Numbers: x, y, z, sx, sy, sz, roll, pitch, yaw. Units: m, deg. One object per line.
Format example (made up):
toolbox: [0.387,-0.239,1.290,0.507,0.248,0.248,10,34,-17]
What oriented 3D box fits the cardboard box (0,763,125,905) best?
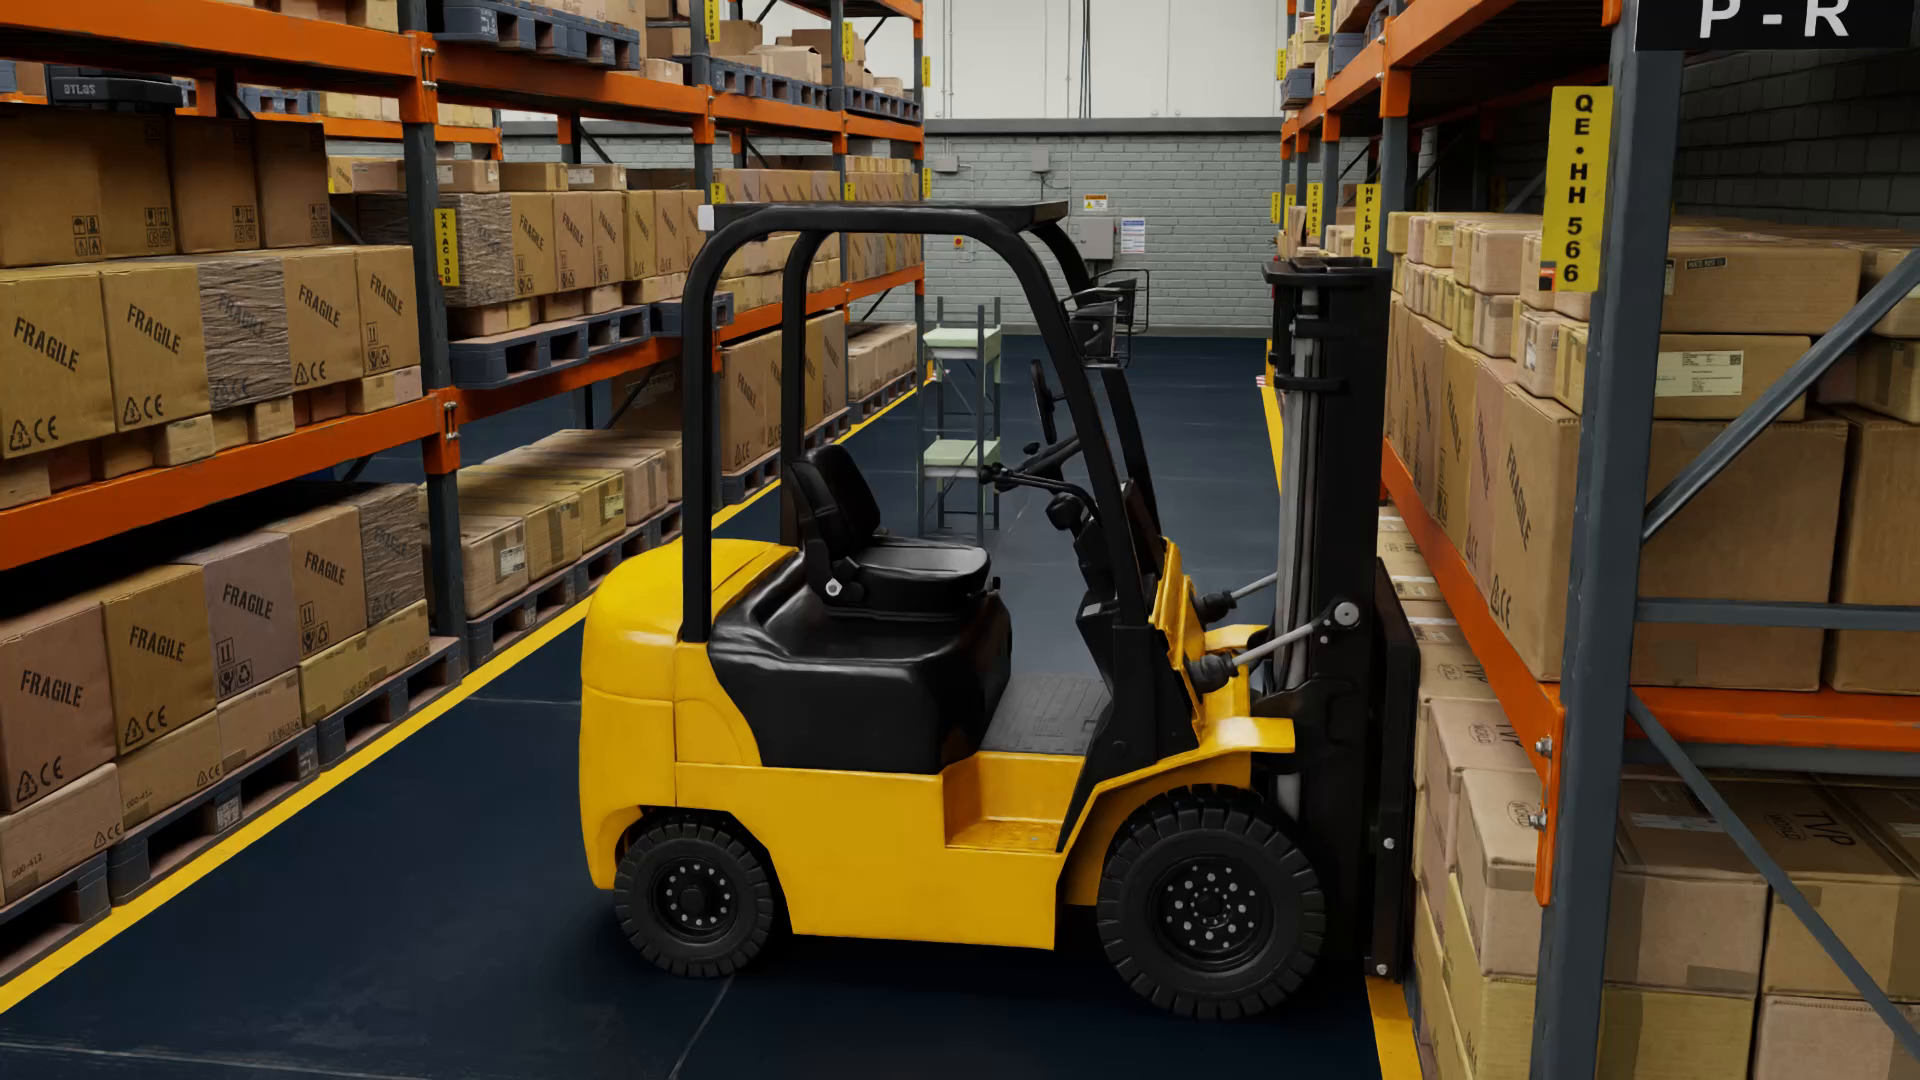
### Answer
cardboard box: [-2.889,0.850,4.959,0.500,0.250,0.500,2,12,11]

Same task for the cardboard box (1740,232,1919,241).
cardboard box: [1.948,-0.598,3.665,0.380,0.149,0.250,2,12,9]

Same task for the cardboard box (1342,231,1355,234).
cardboard box: [2.235,-1.569,8.878,0.380,0.149,0.250,2,12,10]

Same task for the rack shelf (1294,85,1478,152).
rack shelf: [3.071,-3.060,12.160,1.077,0.370,4.000,2,12,9]

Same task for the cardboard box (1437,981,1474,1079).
cardboard box: [1.293,1.167,3.488,0.500,0.250,0.500,2,12,9]

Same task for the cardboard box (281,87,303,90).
cardboard box: [-6.122,-4.391,15.797,0.500,0.250,0.500,2,12,11]

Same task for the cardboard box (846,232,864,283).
cardboard box: [-1.196,-2.660,15.478,0.500,0.500,0.500,2,12,11]

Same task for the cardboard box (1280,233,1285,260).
cardboard box: [3.505,-2.970,16.806,0.500,0.250,0.500,2,12,8]

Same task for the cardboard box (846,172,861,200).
cardboard box: [-1.214,-3.151,15.383,0.500,0.500,0.500,2,12,9]

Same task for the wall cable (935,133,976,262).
wall cable: [-0.068,-5.041,24.278,0.585,1.953,0.123,2,12,9]

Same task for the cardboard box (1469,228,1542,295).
cardboard box: [1.443,-0.671,4.006,0.380,0.149,0.250,2,12,10]

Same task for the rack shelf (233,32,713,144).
rack shelf: [-2.450,-2.387,9.039,1.077,0.370,4.000,2,12,9]

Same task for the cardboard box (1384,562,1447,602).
cardboard box: [1.610,0.254,5.350,0.500,0.250,0.500,2,12,11]

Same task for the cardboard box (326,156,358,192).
cardboard box: [-6.123,-3.430,15.974,0.500,0.500,0.500,2,12,10]

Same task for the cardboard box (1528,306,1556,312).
cardboard box: [1.420,-0.417,3.532,0.380,0.149,0.250,2,12,10]

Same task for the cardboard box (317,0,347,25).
cardboard box: [-2.630,-2.075,6.477,0.380,0.149,0.250,2,12,9]

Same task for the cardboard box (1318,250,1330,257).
cardboard box: [2.429,-1.617,10.044,0.500,0.250,0.500,2,12,9]

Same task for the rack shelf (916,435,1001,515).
rack shelf: [-0.001,-0.413,10.398,0.431,0.370,0.720,2,12,9]

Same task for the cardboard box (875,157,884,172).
cardboard box: [-0.969,-3.750,16.625,0.380,0.149,0.250,2,12,9]

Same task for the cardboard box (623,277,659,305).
cardboard box: [-1.999,-1.474,9.812,0.380,0.149,0.250,2,12,10]

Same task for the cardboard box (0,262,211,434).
cardboard box: [-2.802,-0.628,5.343,0.500,0.500,0.500,2,12,7]

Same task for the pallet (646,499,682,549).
pallet: [-2.264,-0.163,10.750,1.003,0.211,1.213,2,12,9]

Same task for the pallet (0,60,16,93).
pallet: [-7.095,-3.067,10.932,1.213,0.211,1.003,2,12,11]

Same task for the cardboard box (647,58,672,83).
cardboard box: [-2.013,-2.908,10.344,0.380,0.149,0.250,2,12,9]

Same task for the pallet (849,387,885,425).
pallet: [-1.333,-1.314,16.091,1.003,0.211,1.213,2,12,9]

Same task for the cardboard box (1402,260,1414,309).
cardboard box: [1.677,-0.847,5.524,0.380,0.149,0.250,2,12,10]

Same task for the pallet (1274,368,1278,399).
pallet: [3.860,-1.649,17.646,1.003,0.211,1.213,2,12,9]

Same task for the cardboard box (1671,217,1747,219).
cardboard box: [2.314,-0.971,5.396,0.380,0.149,0.250,2,12,8]

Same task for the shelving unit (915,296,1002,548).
shelving unit: [-0.001,-0.732,10.329,0.431,1.500,0.755,2,12,9]

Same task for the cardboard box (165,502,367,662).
cardboard box: [-2.660,0.154,6.411,0.500,0.500,0.500,2,12,10]

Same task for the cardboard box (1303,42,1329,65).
cardboard box: [2.728,-3.589,12.271,0.380,0.149,0.250,2,12,10]

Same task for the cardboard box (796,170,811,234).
cardboard box: [-1.517,-2.745,13.502,0.500,0.500,0.500,2,12,10]

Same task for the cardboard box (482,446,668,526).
cardboard box: [-2.344,-0.339,10.186,0.950,0.372,0.625,2,12,8]

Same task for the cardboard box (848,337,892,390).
cardboard box: [-1.187,-1.788,16.756,0.875,0.438,0.875,2,12,7]

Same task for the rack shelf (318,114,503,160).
rack shelf: [-6.126,-4.192,17.413,1.077,0.370,4.000,2,12,9]

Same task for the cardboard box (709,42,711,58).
cardboard box: [-2.178,-3.622,11.825,0.700,0.500,0.500,1,12,6]

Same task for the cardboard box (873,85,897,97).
cardboard box: [-0.877,-4.766,17.729,0.380,0.149,0.250,1,12,4]

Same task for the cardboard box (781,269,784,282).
cardboard box: [-1.598,-2.029,13.144,0.500,0.250,0.500,2,12,9]

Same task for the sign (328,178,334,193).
sign: [-5.885,-3.210,15.520,0.100,0.325,0.005,2,12,9]

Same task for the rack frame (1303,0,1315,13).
rack frame: [3.378,-5.294,13.700,1.000,3.000,0.127,2,12,9]

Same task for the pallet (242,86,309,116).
pallet: [-6.634,-3.911,14.845,1.213,0.211,1.003,2,12,9]

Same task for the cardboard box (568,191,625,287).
cardboard box: [-2.167,-1.658,9.128,0.500,0.500,0.500,1,12,6]

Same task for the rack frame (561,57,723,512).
rack frame: [-2.142,-1.689,11.211,1.000,3.000,0.127,2,12,9]

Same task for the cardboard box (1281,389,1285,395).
cardboard box: [3.476,-1.661,16.016,0.700,0.500,0.500,1,12,7]

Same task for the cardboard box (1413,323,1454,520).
cardboard box: [1.583,-0.343,4.727,0.500,0.500,0.500,2,12,9]

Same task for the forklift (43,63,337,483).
forklift: [-5.587,-1.436,10.198,3.031,2.935,1.130,0,12,0]

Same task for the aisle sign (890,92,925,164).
aisle sign: [-0.594,-4.630,18.688,0.394,0.787,0.004,2,12,9]

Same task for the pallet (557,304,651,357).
pallet: [-2.406,-1.182,9.313,1.003,0.211,1.213,2,12,9]

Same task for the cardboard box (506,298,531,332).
cardboard box: [-2.313,-1.095,8.056,0.380,0.149,0.250,2,12,10]

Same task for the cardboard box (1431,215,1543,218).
cardboard box: [1.824,-1.040,5.718,0.380,0.149,0.250,2,12,8]

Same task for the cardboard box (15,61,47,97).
cardboard box: [-6.698,-3.454,12.043,0.500,0.500,0.500,2,12,9]

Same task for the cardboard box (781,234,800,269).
cardboard box: [-1.560,-2.274,13.093,0.500,0.250,0.500,2,12,10]

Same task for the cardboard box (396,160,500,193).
cardboard box: [-2.335,-1.660,7.594,0.380,0.149,0.250,2,12,8]

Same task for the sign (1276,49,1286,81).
sign: [3.457,-5.106,17.869,0.100,0.325,0.005,2,12,9]

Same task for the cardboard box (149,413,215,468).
cardboard box: [-2.731,-0.338,5.539,0.380,0.149,0.250,2,12,9]

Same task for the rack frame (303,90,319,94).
rack frame: [-6.434,-5.594,15.089,1.000,3.000,0.127,2,12,9]

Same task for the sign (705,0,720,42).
sign: [-1.606,-3.390,10.757,0.100,0.325,0.005,2,12,9]

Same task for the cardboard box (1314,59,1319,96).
cardboard box: [2.756,-3.246,11.670,0.500,0.250,0.500,2,12,9]

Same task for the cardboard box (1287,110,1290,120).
cardboard box: [3.383,-4.163,16.167,0.380,0.149,0.250,2,12,9]
